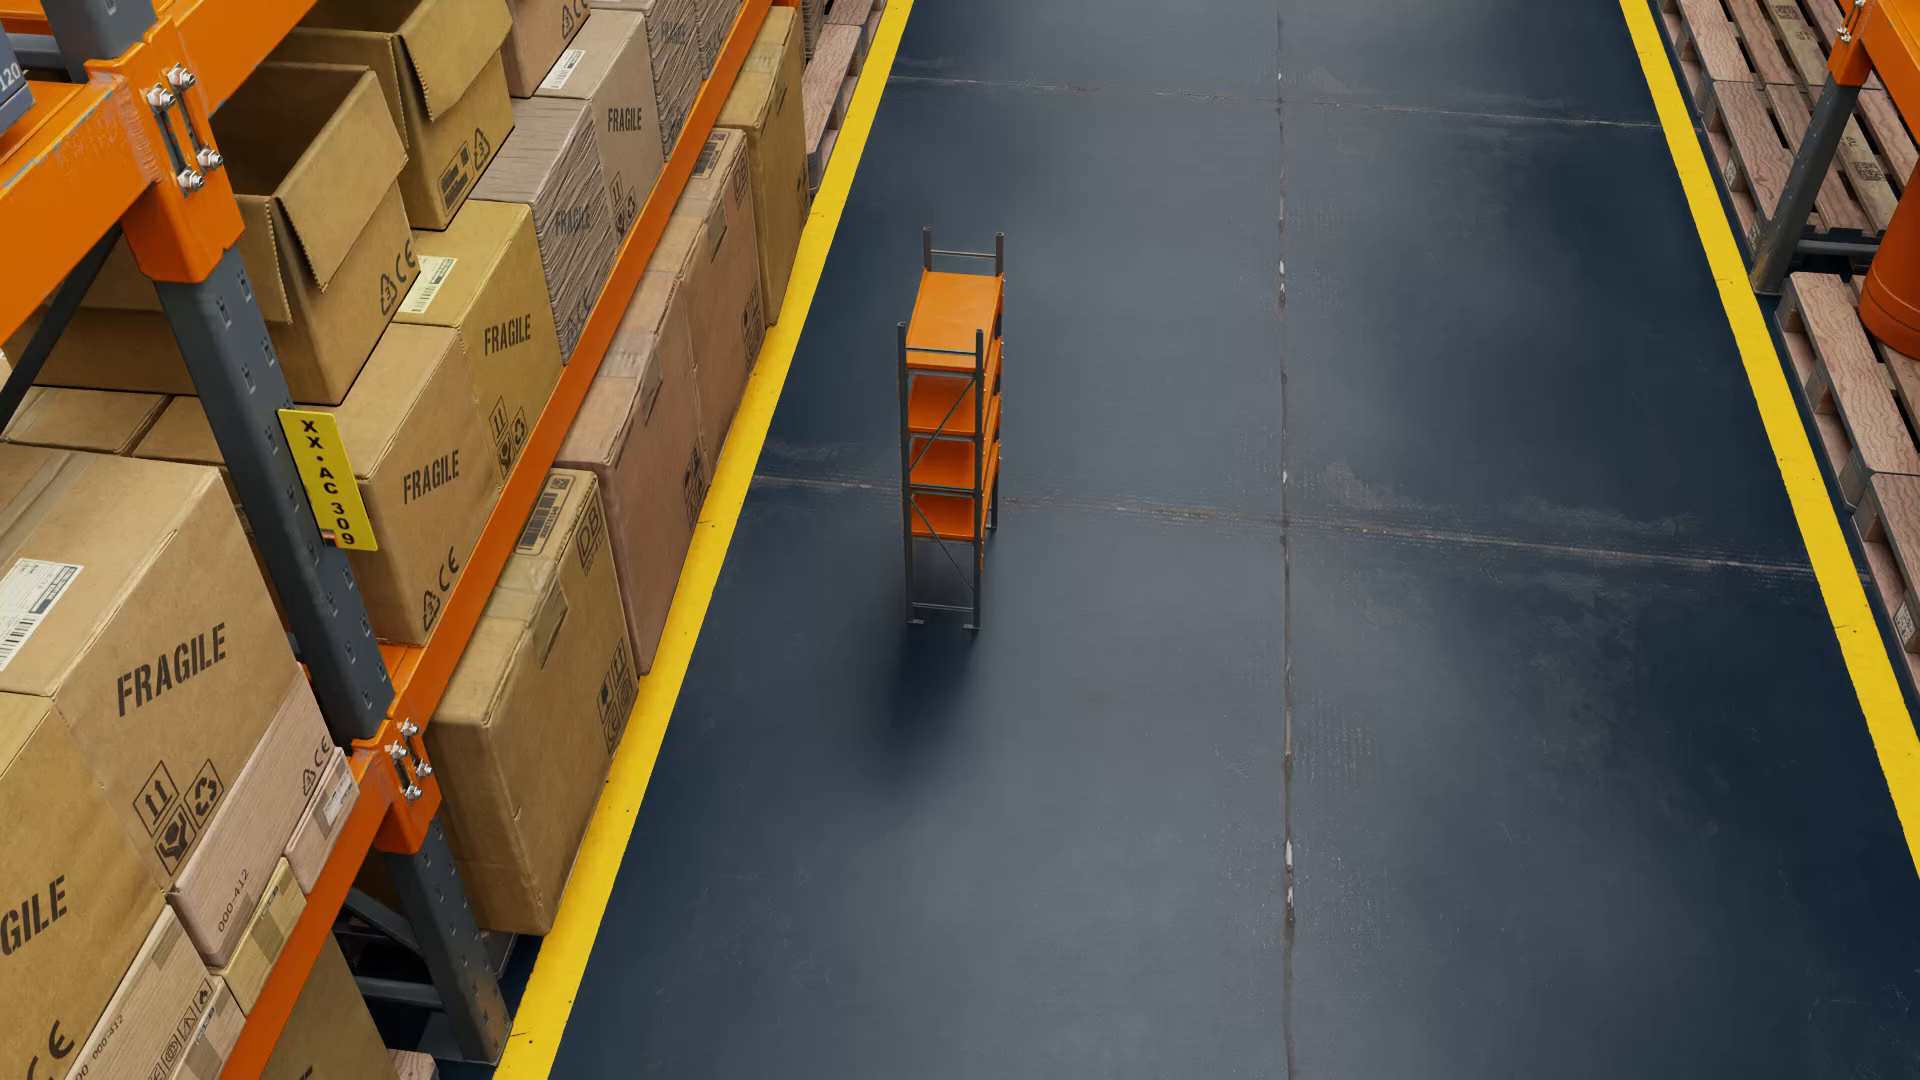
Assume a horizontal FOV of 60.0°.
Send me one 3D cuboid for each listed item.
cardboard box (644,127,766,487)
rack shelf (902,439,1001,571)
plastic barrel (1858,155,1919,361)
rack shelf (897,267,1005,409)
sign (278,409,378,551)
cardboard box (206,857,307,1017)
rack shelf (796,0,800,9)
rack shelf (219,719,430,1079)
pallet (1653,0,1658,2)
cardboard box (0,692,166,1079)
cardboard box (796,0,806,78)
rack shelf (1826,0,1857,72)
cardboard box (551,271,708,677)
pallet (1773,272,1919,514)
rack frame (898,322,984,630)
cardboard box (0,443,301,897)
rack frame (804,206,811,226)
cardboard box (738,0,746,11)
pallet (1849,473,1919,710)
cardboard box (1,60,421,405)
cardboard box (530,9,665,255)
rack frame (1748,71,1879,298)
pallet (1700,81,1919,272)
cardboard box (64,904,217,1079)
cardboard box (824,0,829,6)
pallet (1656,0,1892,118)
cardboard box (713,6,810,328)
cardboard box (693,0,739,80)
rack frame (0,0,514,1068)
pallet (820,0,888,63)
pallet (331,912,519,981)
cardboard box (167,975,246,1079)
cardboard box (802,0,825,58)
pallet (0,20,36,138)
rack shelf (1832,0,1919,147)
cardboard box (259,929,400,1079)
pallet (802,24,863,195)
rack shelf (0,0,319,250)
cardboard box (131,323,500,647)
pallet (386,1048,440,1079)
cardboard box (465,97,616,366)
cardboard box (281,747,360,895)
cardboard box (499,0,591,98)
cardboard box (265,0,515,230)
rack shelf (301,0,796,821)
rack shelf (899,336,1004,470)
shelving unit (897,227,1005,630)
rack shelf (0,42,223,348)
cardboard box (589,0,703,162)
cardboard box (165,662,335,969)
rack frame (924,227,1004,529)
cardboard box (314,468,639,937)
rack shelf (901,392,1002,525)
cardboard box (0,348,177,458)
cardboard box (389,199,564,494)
[{"bbox_3d":[-1.393,-0.841,5.697,1.225,0.875,0.875,5,44,6],"label":"cardboard box"},{"bbox_3d":[-0.022,-0.130,5.401,0.258,0.148,0.480,5,44,6],"label":"rack shelf"},{"bbox_3d":[3.707,-1.115,6.019,0.600,0.830,0.708,5,44,6],"label":"plastic barrel"},{"bbox_3d":[-0.022,-0.608,4.948,0.258,0.148,0.480,5,44,6],"label":"rack shelf"},{"bbox_3d":[-1.134,-0.103,2.990,0.100,0.325,0.005,5,44,6],"label":"sign"},{"bbox_3d":[-1.433,0.695,3.017,0.380,0.149,0.250,6,44,6],"label":"cardboard box"},{"bbox_3d":[-0.891,-3.638,7.933,1.077,0.370,4.000,5,44,6],"label":"rack shelf"},{"bbox_3d":[-1.948,1.815,2.175,1.077,0.370,4.000,5,44,6],"label":"rack shelf"},{"bbox_3d":[4.218,-3.260,9.040,1.003,0.211,1.213,5,44,6],"label":"pallet"},{"bbox_3d":[-1.550,0.543,2.342,0.500,0.500,0.500,6,44,6],"label":"cardboard box"},{"bbox_3d":[-1.086,-2.246,7.439,0.700,0.500,0.500,3,44,3],"label":"cardboard box"},{"bbox_3d":[4.019,-3.187,7.458,1.077,0.370,4.000,5,44,6],"label":"rack shelf"},{"bbox_3d":[-1.502,-0.238,5.059,1.225,0.875,0.875,4,44,4],"label":"cardboard box"},{"bbox_3d":[3.691,-0.532,6.158,1.003,0.211,1.213,5,44,6],"label":"pallet"},{"bbox_3d":[-0.054,-0.157,5.043,0.240,1.200,0.015,5,44,6],"label":"rack frame"},{"bbox_3d":[-1.480,0.202,2.702,0.500,0.500,0.500,6,44,7],"label":"cardboard box"},{"bbox_3d":[-1.155,-2.536,6.246,1.000,3.000,0.127,5,44,6],"label":"rack frame"},{"bbox_3d":[-0.975,-2.213,5.833,0.500,0.500,0.500,6,44,7],"label":"cardboard box"},{"bbox_3d":[3.528,0.297,5.283,1.003,0.211,1.213,5,44,6],"label":"pallet"},{"bbox_3d":[-1.608,-0.646,3.449,0.797,0.503,0.637,4,44,4],"label":"cardboard box"},{"bbox_3d":[-1.180,-1.173,4.735,0.500,0.500,0.500,6,44,6],"label":"cardboard box"},{"bbox_3d":[3.754,-2.086,5.771,1.000,3.000,0.127,5,44,6],"label":"rack frame"},{"bbox_3d":[3.895,-1.597,7.284,1.003,0.211,1.213,5,44,6],"label":"pallet"},{"bbox_3d":[-1.548,0.814,2.601,0.500,0.250,0.500,6,44,7],"label":"cardboard box"},{"bbox_3d":[-0.958,-3.012,8.248,0.700,0.500,0.500,9,44,9],"label":"cardboard box"},{"bbox_3d":[4.059,-2.426,8.159,1.003,0.211,1.213,5,44,6],"label":"pallet"},{"bbox_3d":[-1.267,-1.448,6.338,1.225,0.875,0.875,3,44,4],"label":"cardboard box"},{"bbox_3d":[-1.047,-1.874,5.475,0.500,0.500,0.500,5,44,5],"label":"cardboard box"},{"bbox_3d":[-1.684,0.190,3.367,1.000,3.000,0.127,5,44,6],"label":"rack frame"},{"bbox_3d":[-0.887,-2.885,8.643,1.003,0.211,1.213,5,44,6],"label":"pallet"},{"bbox_3d":[-1.657,0.670,4.889,1.003,0.211,1.213,5,44,6],"label":"pallet"},{"bbox_3d":[-1.468,0.870,2.833,0.380,0.149,0.250,5,44,5],"label":"cardboard box"},{"bbox_3d":[-1.026,-2.625,7.839,0.700,0.500,0.500,2,43,2],"label":"cardboard box"},{"bbox_3d":[-1.803,-0.310,1.779,1.003,0.211,1.213,5,44,6],"label":"pallet"},{"bbox_3d":[3.490,-0.461,4.579,1.077,0.370,4.000,5,44,6],"label":"rack shelf"},{"bbox_3d":[-1.851,1.252,3.486,0.875,0.875,0.875,5,44,6],"label":"cardboard box"},{"bbox_3d":[-1.050,-2.056,7.767,1.003,0.211,1.213,5,44,6],"label":"pallet"},{"bbox_3d":[-1.420,-2.001,4.023,1.077,0.370,4.000,5,44,6],"label":"rack shelf"},{"bbox_3d":[-1.375,-0.137,3.640,0.500,0.500,0.500,5,44,6],"label":"cardboard box"},{"bbox_3d":[-1.862,1.714,3.786,1.003,0.211,1.213,5,44,6],"label":"pallet"},{"bbox_3d":[-1.243,-0.820,4.362,0.500,0.500,0.500,4,44,5],"label":"cardboard box"},{"bbox_3d":[-1.400,0.519,3.203,0.380,0.149,0.250,5,44,6],"label":"cardboard box"},{"bbox_3d":[-1.439,-1.538,4.390,0.797,0.503,0.637,7,44,7],"label":"cardboard box"},{"bbox_3d":[-1.506,-1.113,3.941,0.797,0.503,0.637,6,44,6],"label":"cardboard box"},{"bbox_3d":[-1.420,-0.911,5.054,1.077,0.370,4.000,5,44,6],"label":"rack shelf"},{"bbox_3d":[-0.022,-0.436,5.111,0.258,0.148,0.480,5,44,6],"label":"rack shelf"},{"bbox_3d":[-0.022,-0.323,5.218,0.258,1.200,0.503,5,44,6],"label":"shelving unit"},{"bbox_3d":[-1.948,0.725,1.144,1.077,0.370,4.000,5,44,6],"label":"rack shelf"},{"bbox_3d":[-1.112,-1.520,5.101,0.500,0.500,0.500,4,44,4],"label":"cardboard box"},{"bbox_3d":[-1.482,0.462,2.974,0.500,0.250,0.500,4,44,5],"label":"cardboard box"},{"bbox_3d":[0.010,-0.489,5.394,0.240,1.200,0.015,5,44,6],"label":"rack frame"},{"bbox_3d":[-1.619,0.371,4.416,1.225,0.875,0.875,5,44,6],"label":"cardboard box"},{"bbox_3d":[-0.022,-0.274,5.265,0.258,0.148,0.480,5,44,6],"label":"rack shelf"},{"bbox_3d":[-1.893,-0.190,3.696,0.500,0.500,0.500,5,44,6],"label":"cardboard box"},{"bbox_3d":[-1.310,-0.479,4.002,0.500,0.500,0.500,5,44,6],"label":"cardboard box"}]
